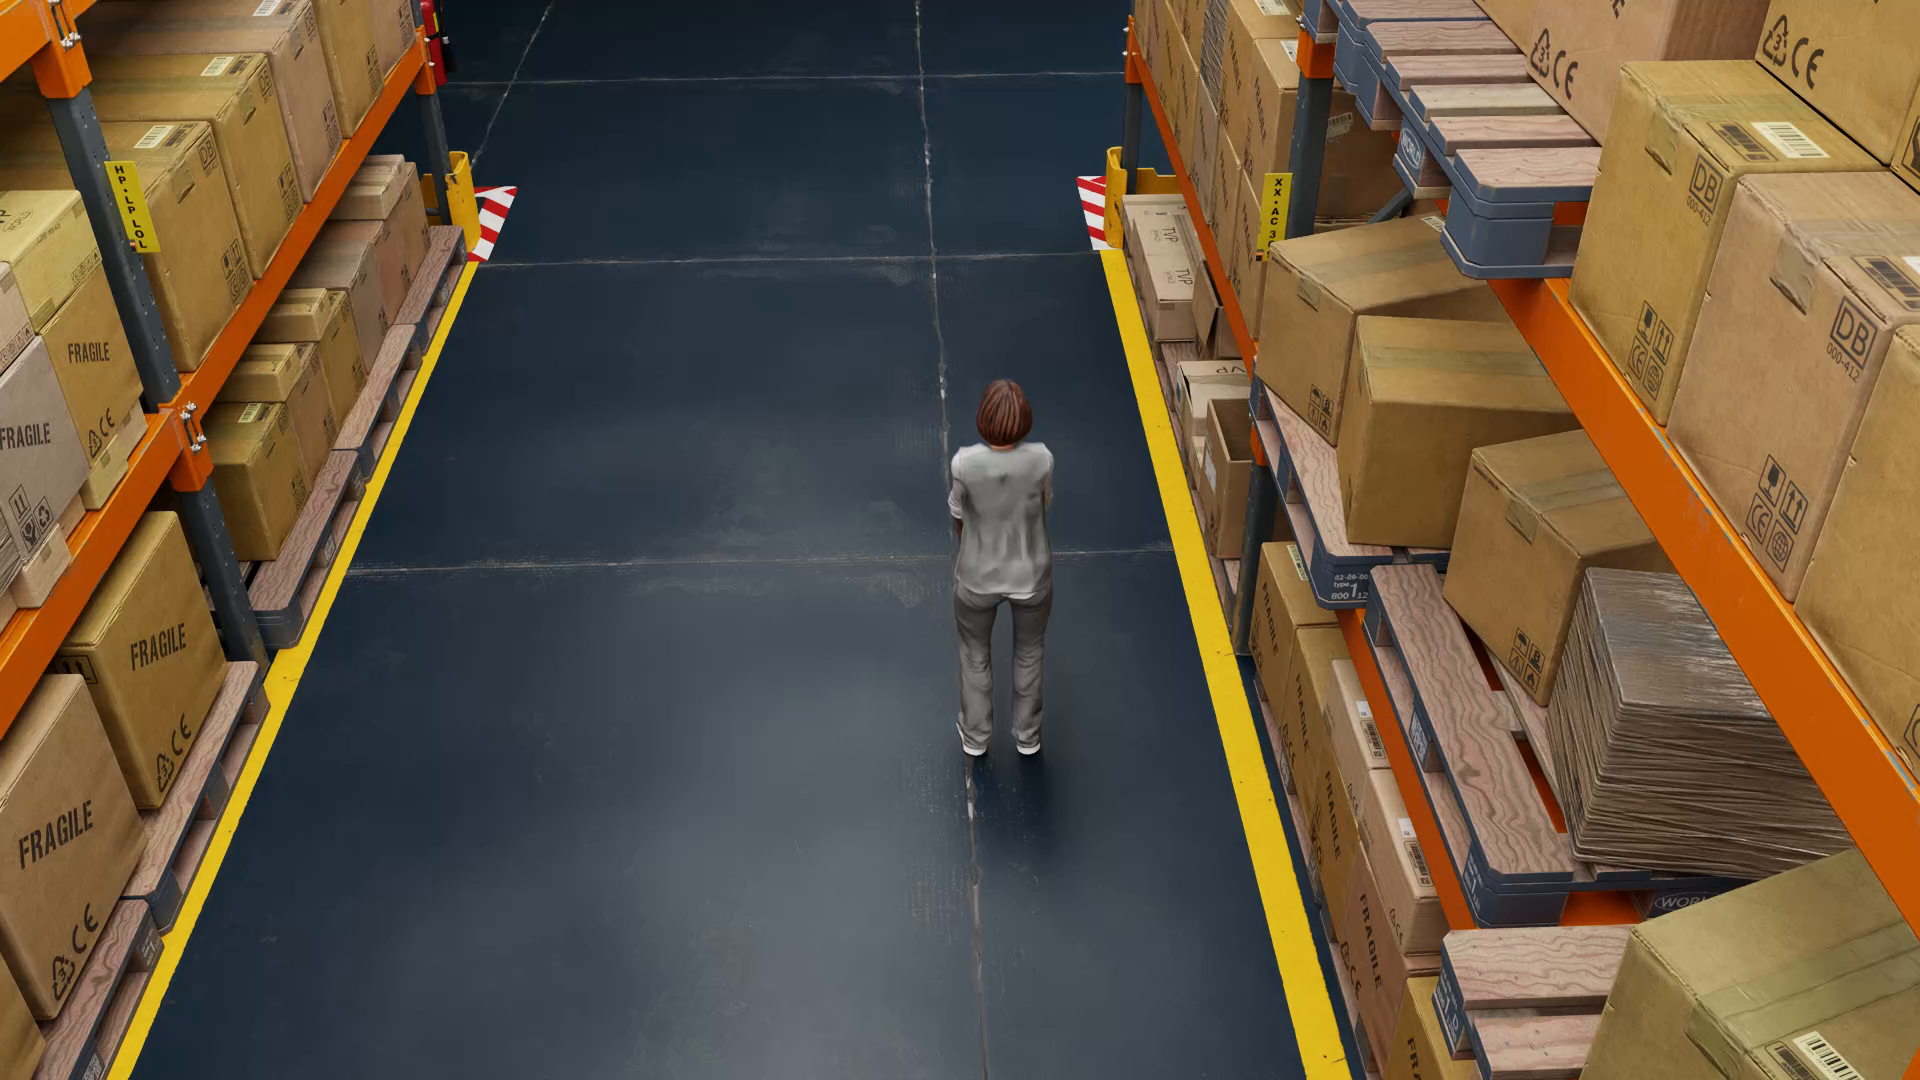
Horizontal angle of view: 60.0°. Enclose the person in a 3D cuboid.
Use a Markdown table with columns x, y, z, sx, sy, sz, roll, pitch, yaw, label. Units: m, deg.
| x | y | z | sx | sy | sz | roll | pitch | yaw | label |
| --- | --- | --- | --- | --- | --- | --- | --- | --- | --- |
| 0.147 | 0.081 | 6.046 | 0.375 | 1.599 | 0.500 | -2 | 36 | -3 | person |
